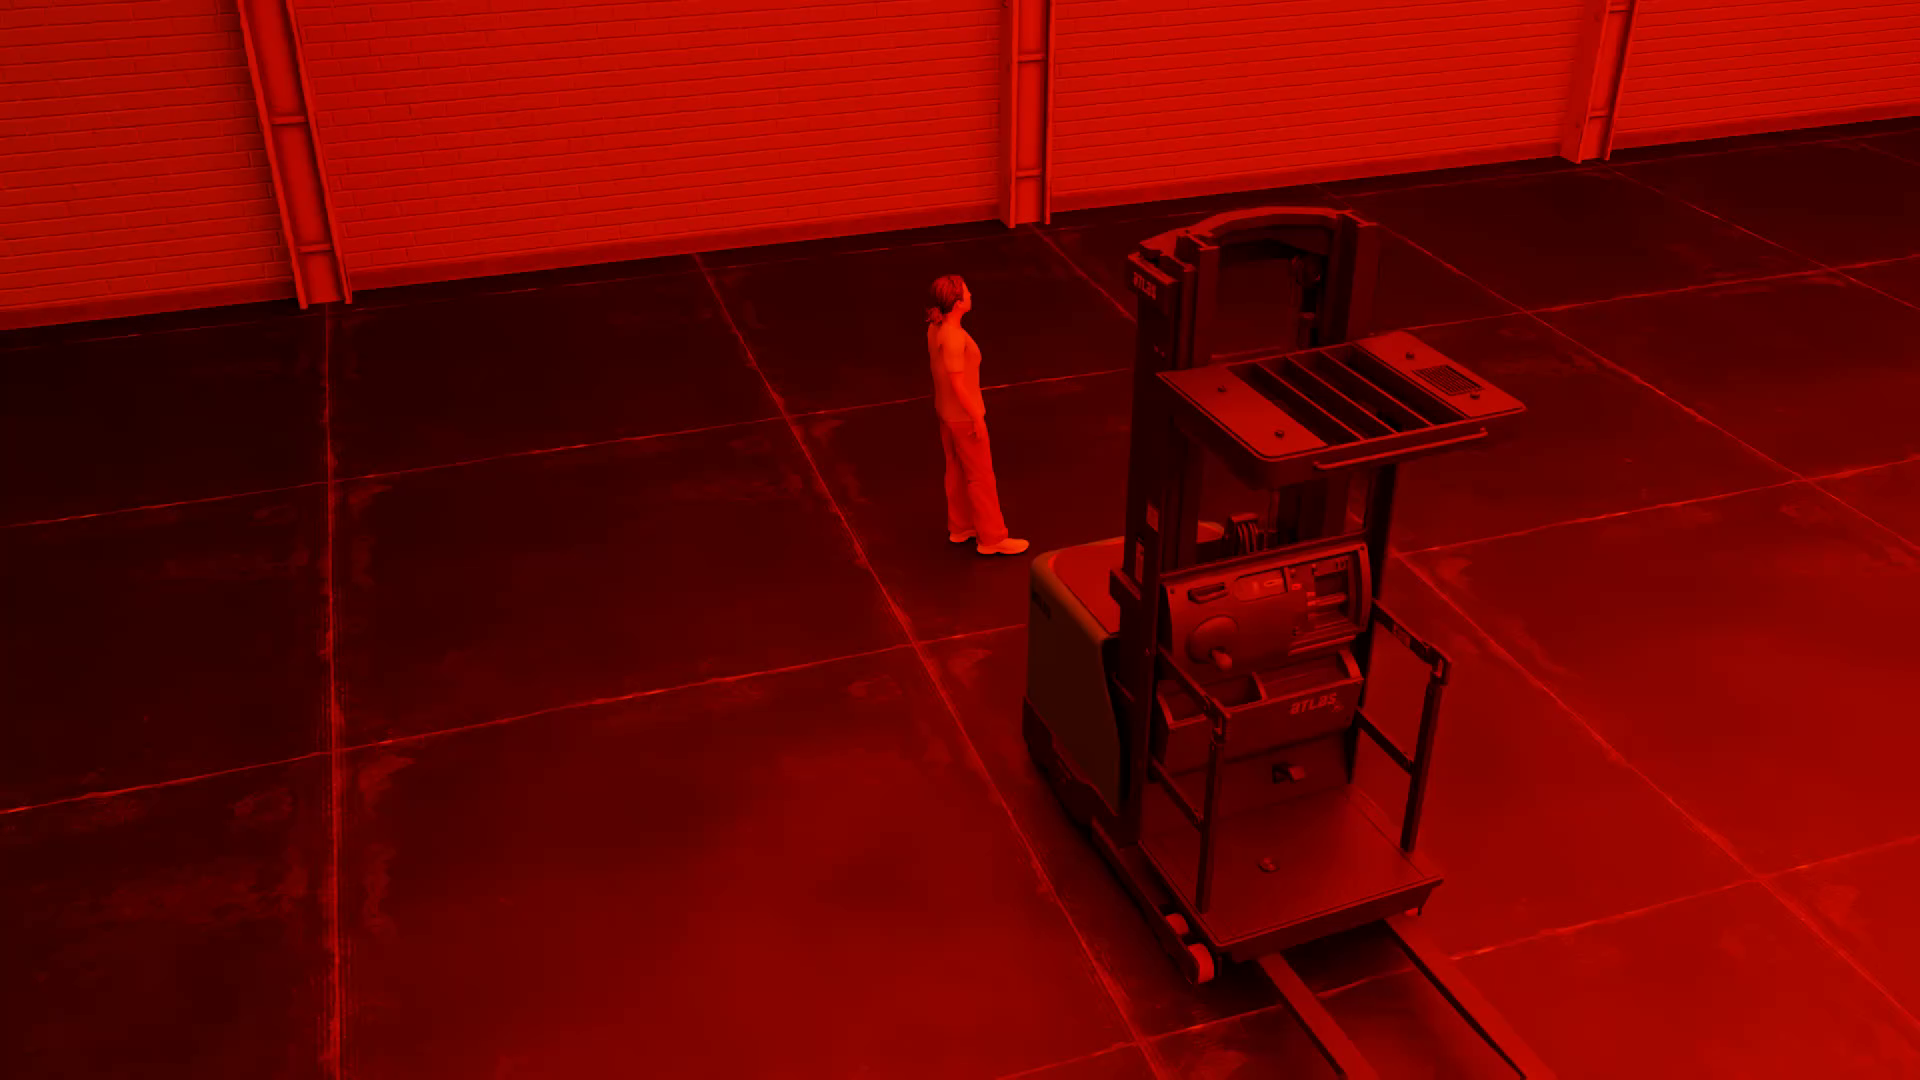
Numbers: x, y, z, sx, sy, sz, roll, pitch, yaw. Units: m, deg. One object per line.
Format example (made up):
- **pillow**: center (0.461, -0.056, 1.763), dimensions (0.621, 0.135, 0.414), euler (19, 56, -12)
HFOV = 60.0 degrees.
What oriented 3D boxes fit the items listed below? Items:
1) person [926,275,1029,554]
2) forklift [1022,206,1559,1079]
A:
- **person**: center (0.073, -0.739, 9.615), dimensions (0.549, 1.675, 0.553), euler (-10, 31, -16)
- **forklift**: center (1.333, 0.317, 6.536), dimensions (1.130, 2.935, 3.031), euler (-11, 32, -19)
